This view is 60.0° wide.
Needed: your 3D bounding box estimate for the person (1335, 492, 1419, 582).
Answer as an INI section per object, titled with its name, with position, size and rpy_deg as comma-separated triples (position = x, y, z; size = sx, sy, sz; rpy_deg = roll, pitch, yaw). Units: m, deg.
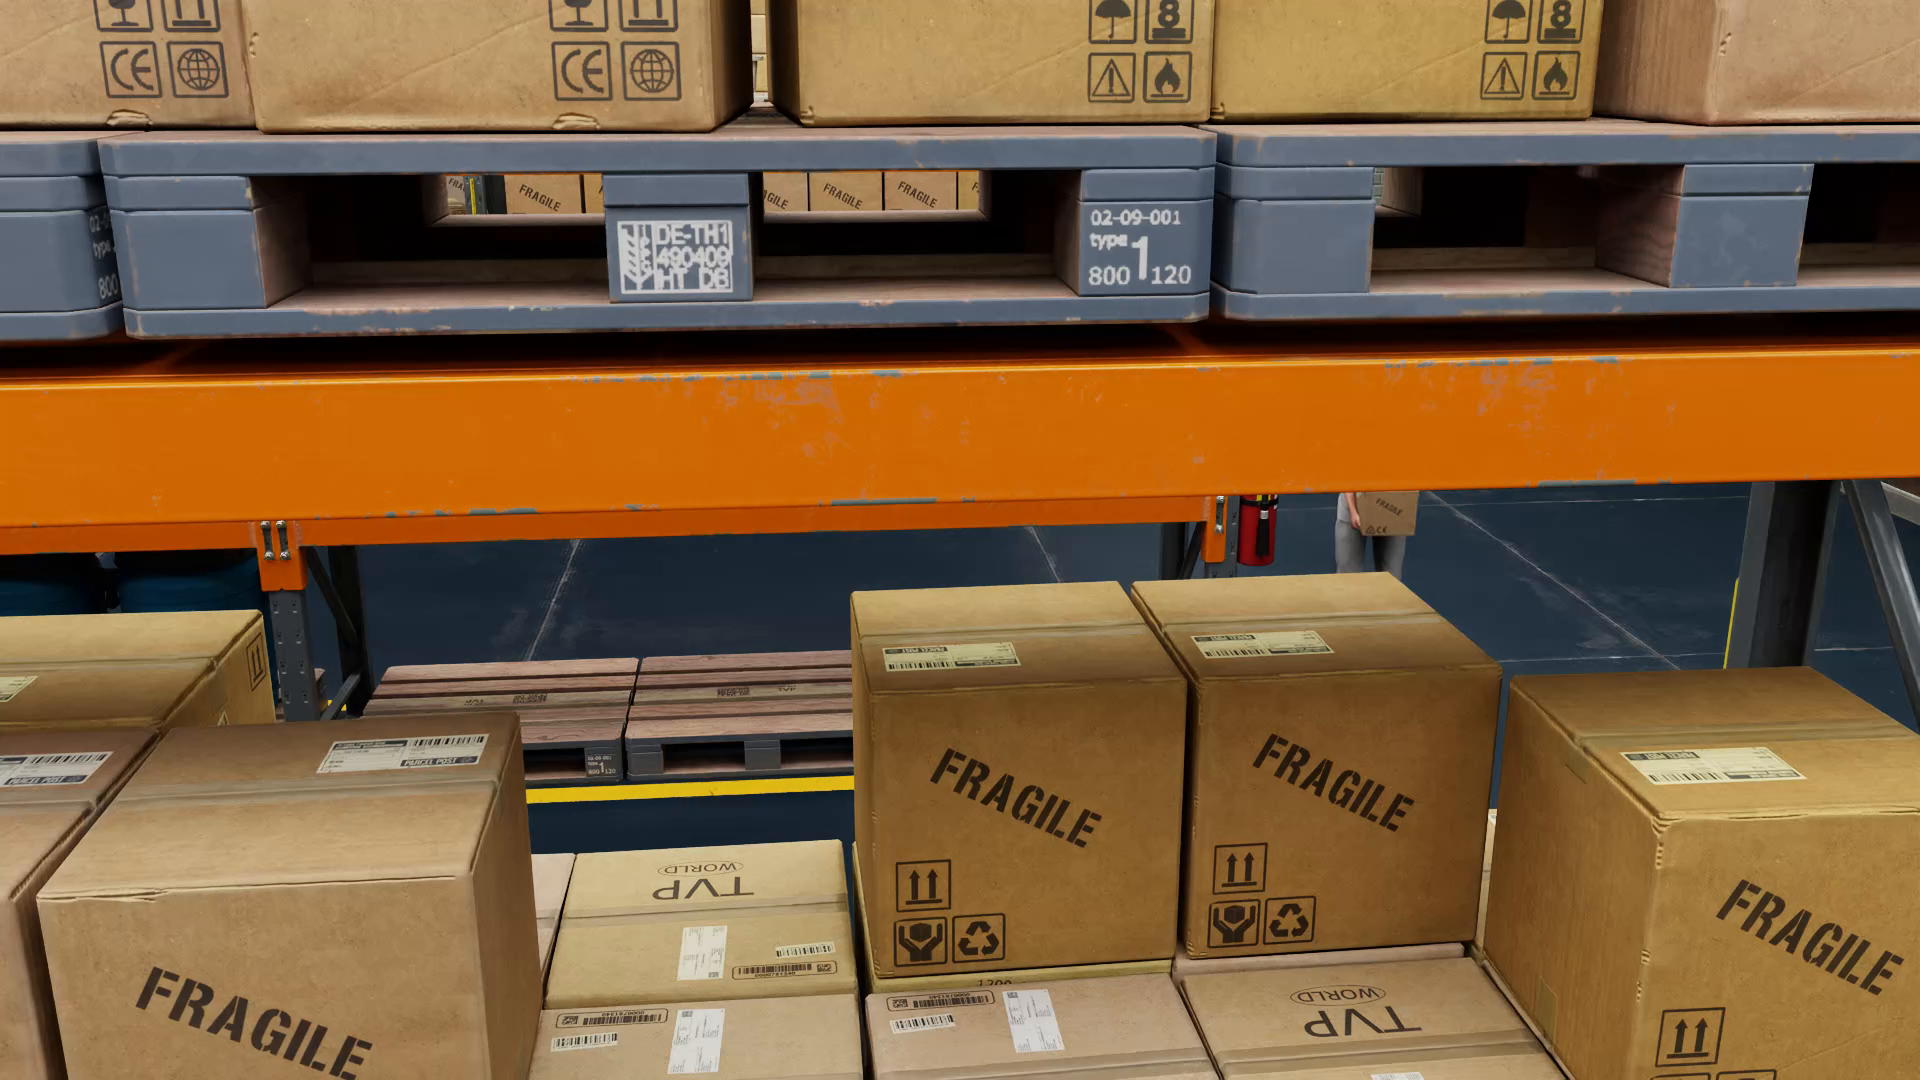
[person]
position = 2.100, -0.067, 8.395
size = 0.407, 1.588, 0.500
rpy_deg = 0, 17, 1
